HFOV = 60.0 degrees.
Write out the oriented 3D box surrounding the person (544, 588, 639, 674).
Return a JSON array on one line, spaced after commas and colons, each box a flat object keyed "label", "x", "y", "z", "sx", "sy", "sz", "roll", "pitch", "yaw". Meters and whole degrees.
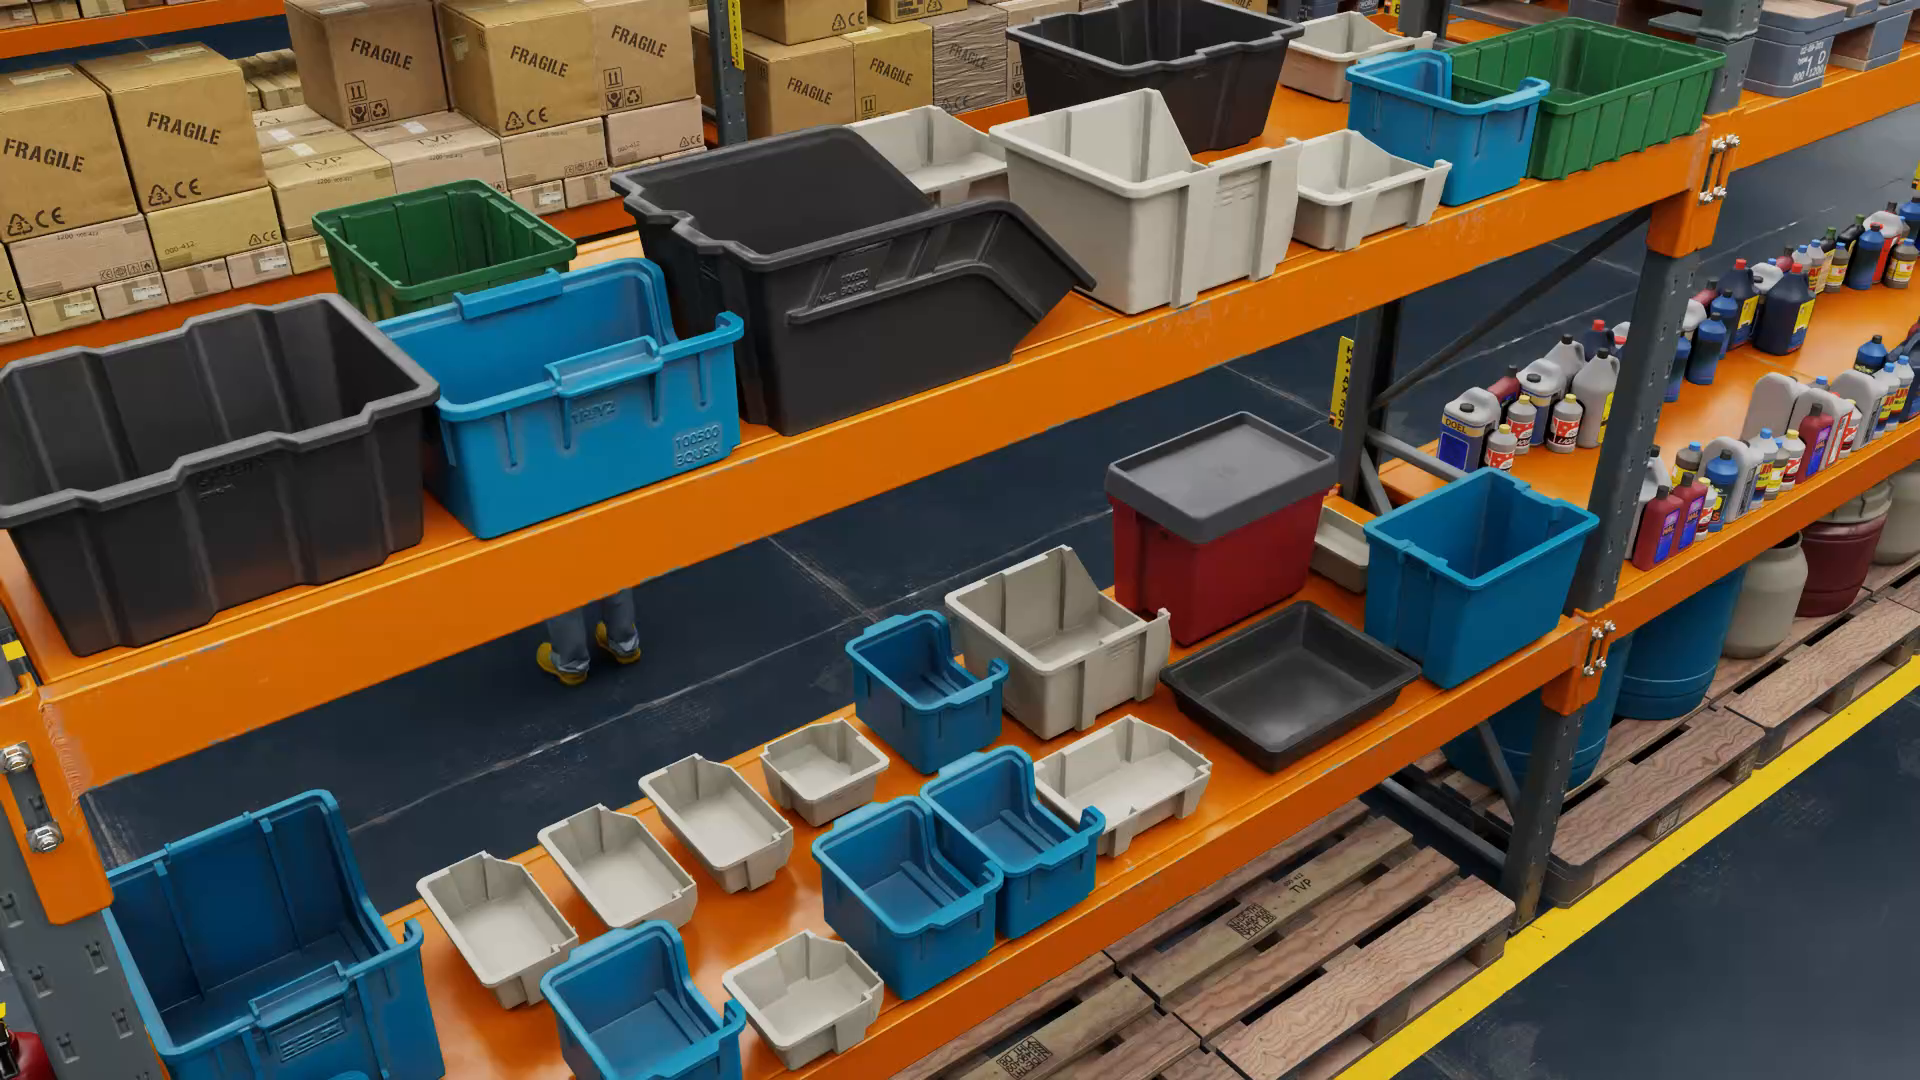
[{"label": "person", "x": -1.602, "y": -0.297, "z": 6.533, "sx": 0.473, "sy": 1.702, "sz": 0.560, "roll": -23, "pitch": 39, "yaw": -32}]
